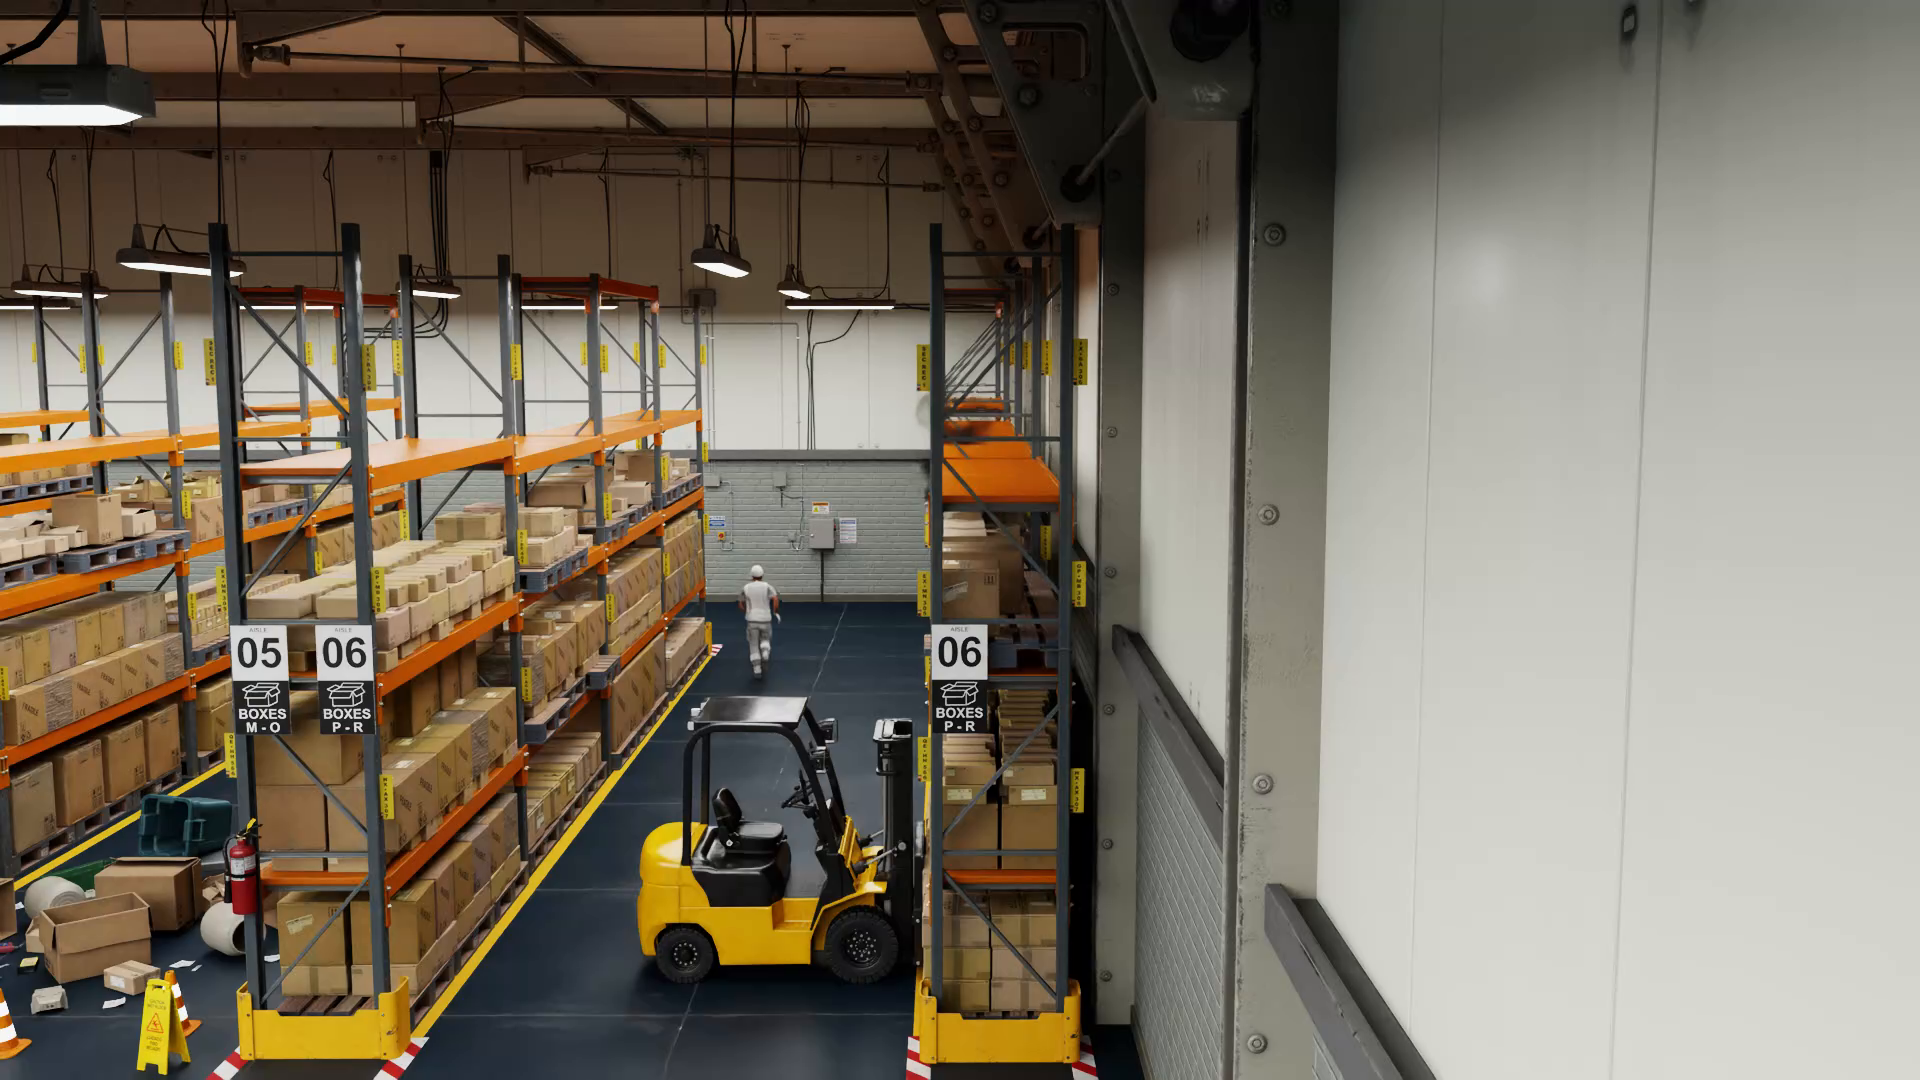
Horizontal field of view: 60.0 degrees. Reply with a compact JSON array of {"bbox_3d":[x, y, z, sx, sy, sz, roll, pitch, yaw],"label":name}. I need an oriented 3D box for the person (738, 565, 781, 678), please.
[{"bbox_3d":[-3.141,1.249,26.098,0.662,1.736,0.674,0,7,-4],"label":"person"}]
